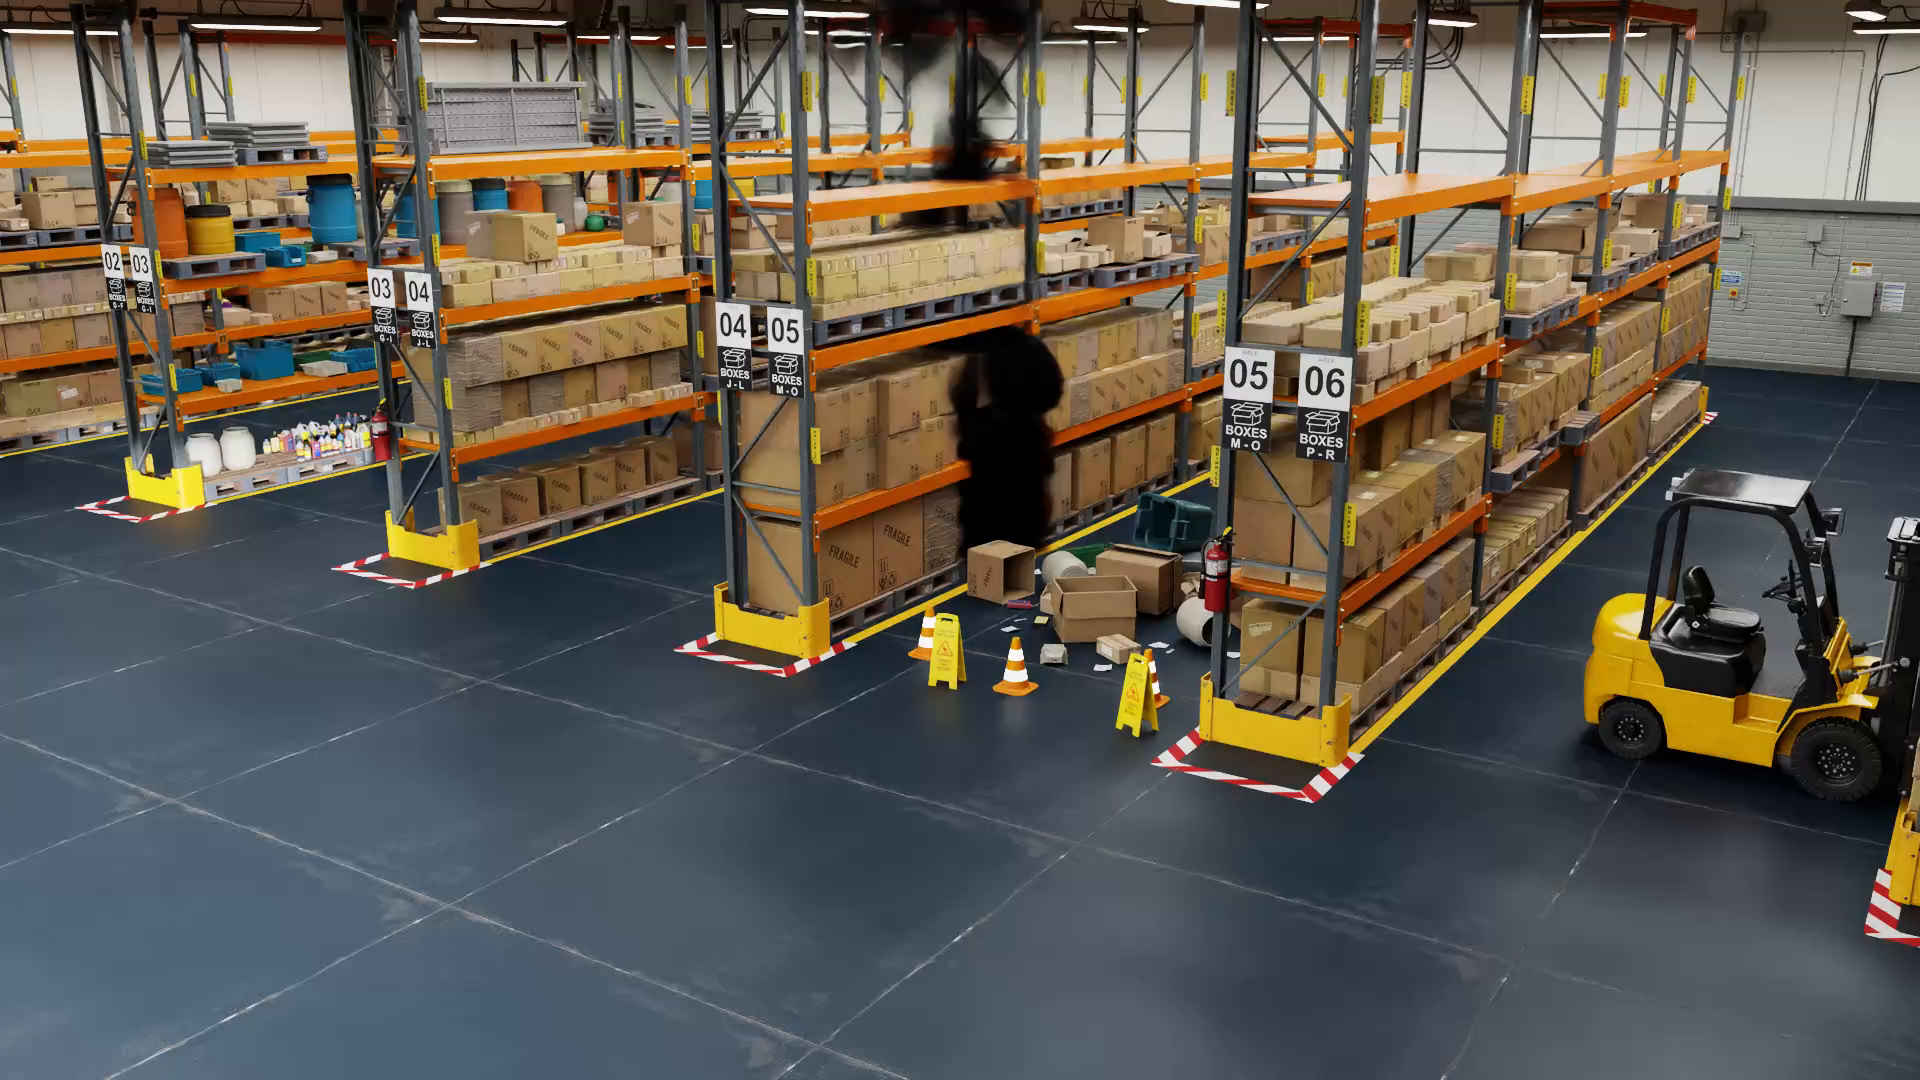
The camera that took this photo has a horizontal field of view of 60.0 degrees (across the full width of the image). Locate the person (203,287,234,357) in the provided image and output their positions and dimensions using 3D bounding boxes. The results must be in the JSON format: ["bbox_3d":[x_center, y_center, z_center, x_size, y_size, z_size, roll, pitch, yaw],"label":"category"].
[{"bbox_3d":[-12.668,-3.527,28.495,0.694,1.767,0.969,8,18,28],"label":"person"}]

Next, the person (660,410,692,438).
[{"bbox_3d":[-4.208,-2.295,24.257,0.698,1.738,0.594,9,18,29],"label":"person"}]
